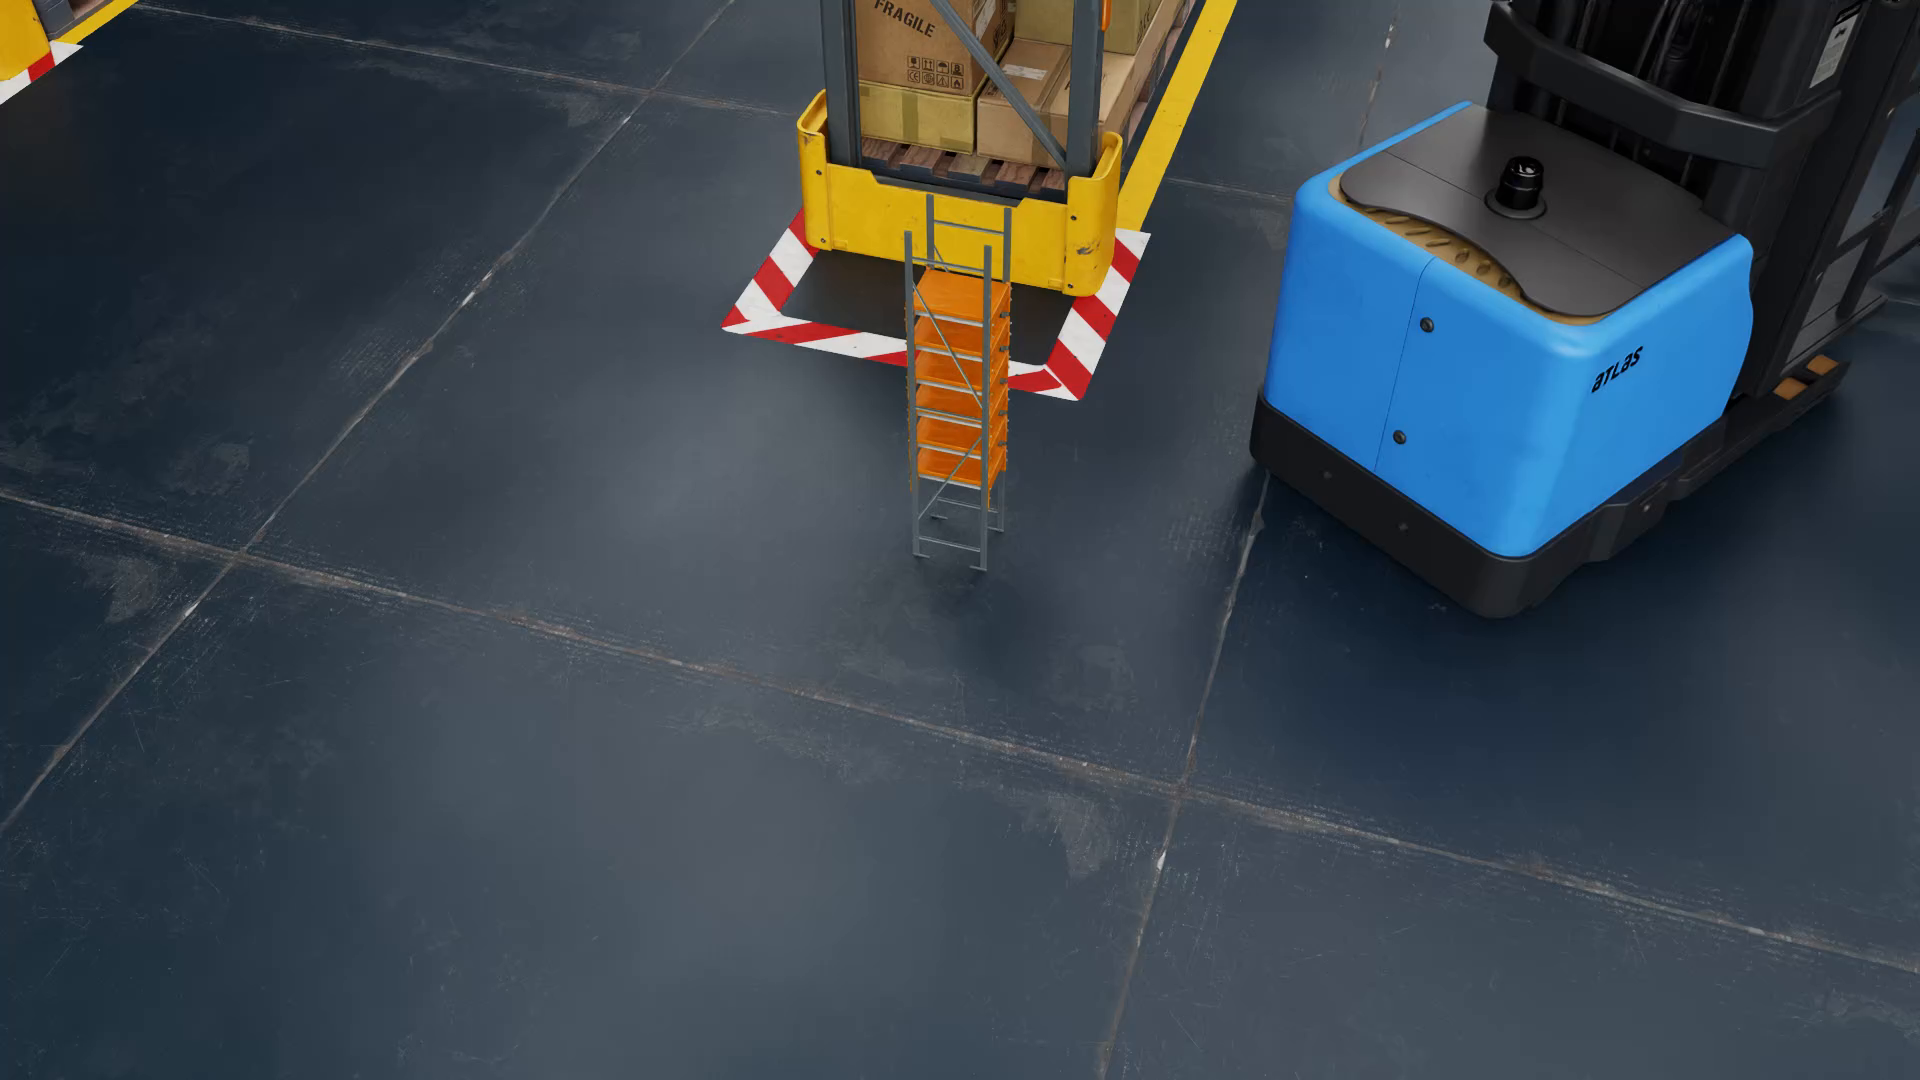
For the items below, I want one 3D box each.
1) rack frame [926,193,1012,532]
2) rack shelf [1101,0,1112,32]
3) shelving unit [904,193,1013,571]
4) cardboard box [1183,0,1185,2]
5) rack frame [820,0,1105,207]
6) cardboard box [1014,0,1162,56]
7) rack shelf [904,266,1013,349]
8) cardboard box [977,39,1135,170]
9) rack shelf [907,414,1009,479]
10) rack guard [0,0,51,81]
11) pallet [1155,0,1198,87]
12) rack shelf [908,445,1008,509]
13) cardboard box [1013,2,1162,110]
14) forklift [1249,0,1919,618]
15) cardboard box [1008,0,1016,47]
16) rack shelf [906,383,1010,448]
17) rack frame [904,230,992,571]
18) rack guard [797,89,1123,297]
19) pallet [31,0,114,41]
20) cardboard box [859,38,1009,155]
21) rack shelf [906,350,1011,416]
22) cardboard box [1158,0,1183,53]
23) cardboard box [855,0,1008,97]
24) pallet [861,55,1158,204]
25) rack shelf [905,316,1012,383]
[{"bbox_3d":[0.023,-0.480,4.883,0.240,1.200,0.006,13,46,13],"label":"rack frame"},{"bbox_3d":[0.608,-3.293,6.985,1.077,0.370,4.000,13,46,13],"label":"rack shelf"},{"bbox_3d":[-0.004,-0.419,4.820,0.258,1.200,0.189,13,46,13],"label":"shelving unit"},{"bbox_3d":[0.833,-2.695,7.525,0.500,0.250,0.500,13,46,13],"label":"cardboard box"},{"bbox_3d":[0.002,-2.217,5.371,1.000,3.000,0.127,13,46,13],"label":"rack frame"},{"bbox_3d":[0.526,-2.297,6.582,0.500,0.500,0.500,13,46,13],"label":"cardboard box"},{"bbox_3d":[-0.004,-0.645,4.600,0.258,0.103,0.180,13,46,12],"label":"rack shelf"},{"bbox_3d":[0.377,-1.695,6.503,0.500,0.250,0.500,13,46,13],"label":"cardboard box"},{"bbox_3d":[-0.004,-0.302,4.936,0.258,0.103,0.180,13,46,12],"label":"rack shelf"},{"bbox_3d":[-4.697,-2.421,7.367,1.175,0.500,0.348,13,46,13],"label":"rack guard"},{"bbox_3d":[0.565,-2.550,7.705,1.003,0.211,1.213,13,46,13],"label":"pallet"},{"bbox_3d":[-0.004,-0.216,5.019,0.258,0.103,0.180,13,46,12],"label":"rack shelf"},{"bbox_3d":[0.525,-2.029,6.845,0.500,0.250,0.500,13,46,13],"label":"cardboard box"},{"bbox_3d":[2.407,-1.689,4.881,3.031,2.935,1.130,-30,52,-27],"label":"forklift"},{"bbox_3d":[0.023,-2.141,6.959,0.500,0.250,0.500,13,46,13],"label":"cardboard box"},{"bbox_3d":[-0.004,-0.387,4.852,0.258,0.103,0.180,13,46,12],"label":"rack shelf"},{"bbox_3d":[-0.032,-0.358,4.758,0.240,1.200,0.006,13,46,13],"label":"rack frame"},{"bbox_3d":[-0.005,-1.308,6.229,1.175,0.500,0.348,13,46,13],"label":"rack guard"},{"bbox_3d":[-4.417,-2.852,8.014,1.003,0.211,1.213,13,46,13],"label":"pallet"},{"bbox_3d":[-0.117,-1.805,6.615,0.500,0.250,0.500,13,46,13],"label":"cardboard box"},{"bbox_3d":[-0.004,-0.473,4.768,0.258,0.103,0.180,13,46,12],"label":"rack shelf"},{"bbox_3d":[0.676,-2.362,7.185,0.500,0.250,0.500,13,46,13],"label":"cardboard box"},{"bbox_3d":[-0.119,-2.073,6.354,0.500,0.500,0.500,13,46,13],"label":"cardboard box"},{"bbox_3d":[0.194,-1.739,6.877,1.003,0.211,1.213,13,46,13],"label":"pallet"},{"bbox_3d":[-0.004,-0.559,4.684,0.258,0.103,0.180,13,46,12],"label":"rack shelf"}]
